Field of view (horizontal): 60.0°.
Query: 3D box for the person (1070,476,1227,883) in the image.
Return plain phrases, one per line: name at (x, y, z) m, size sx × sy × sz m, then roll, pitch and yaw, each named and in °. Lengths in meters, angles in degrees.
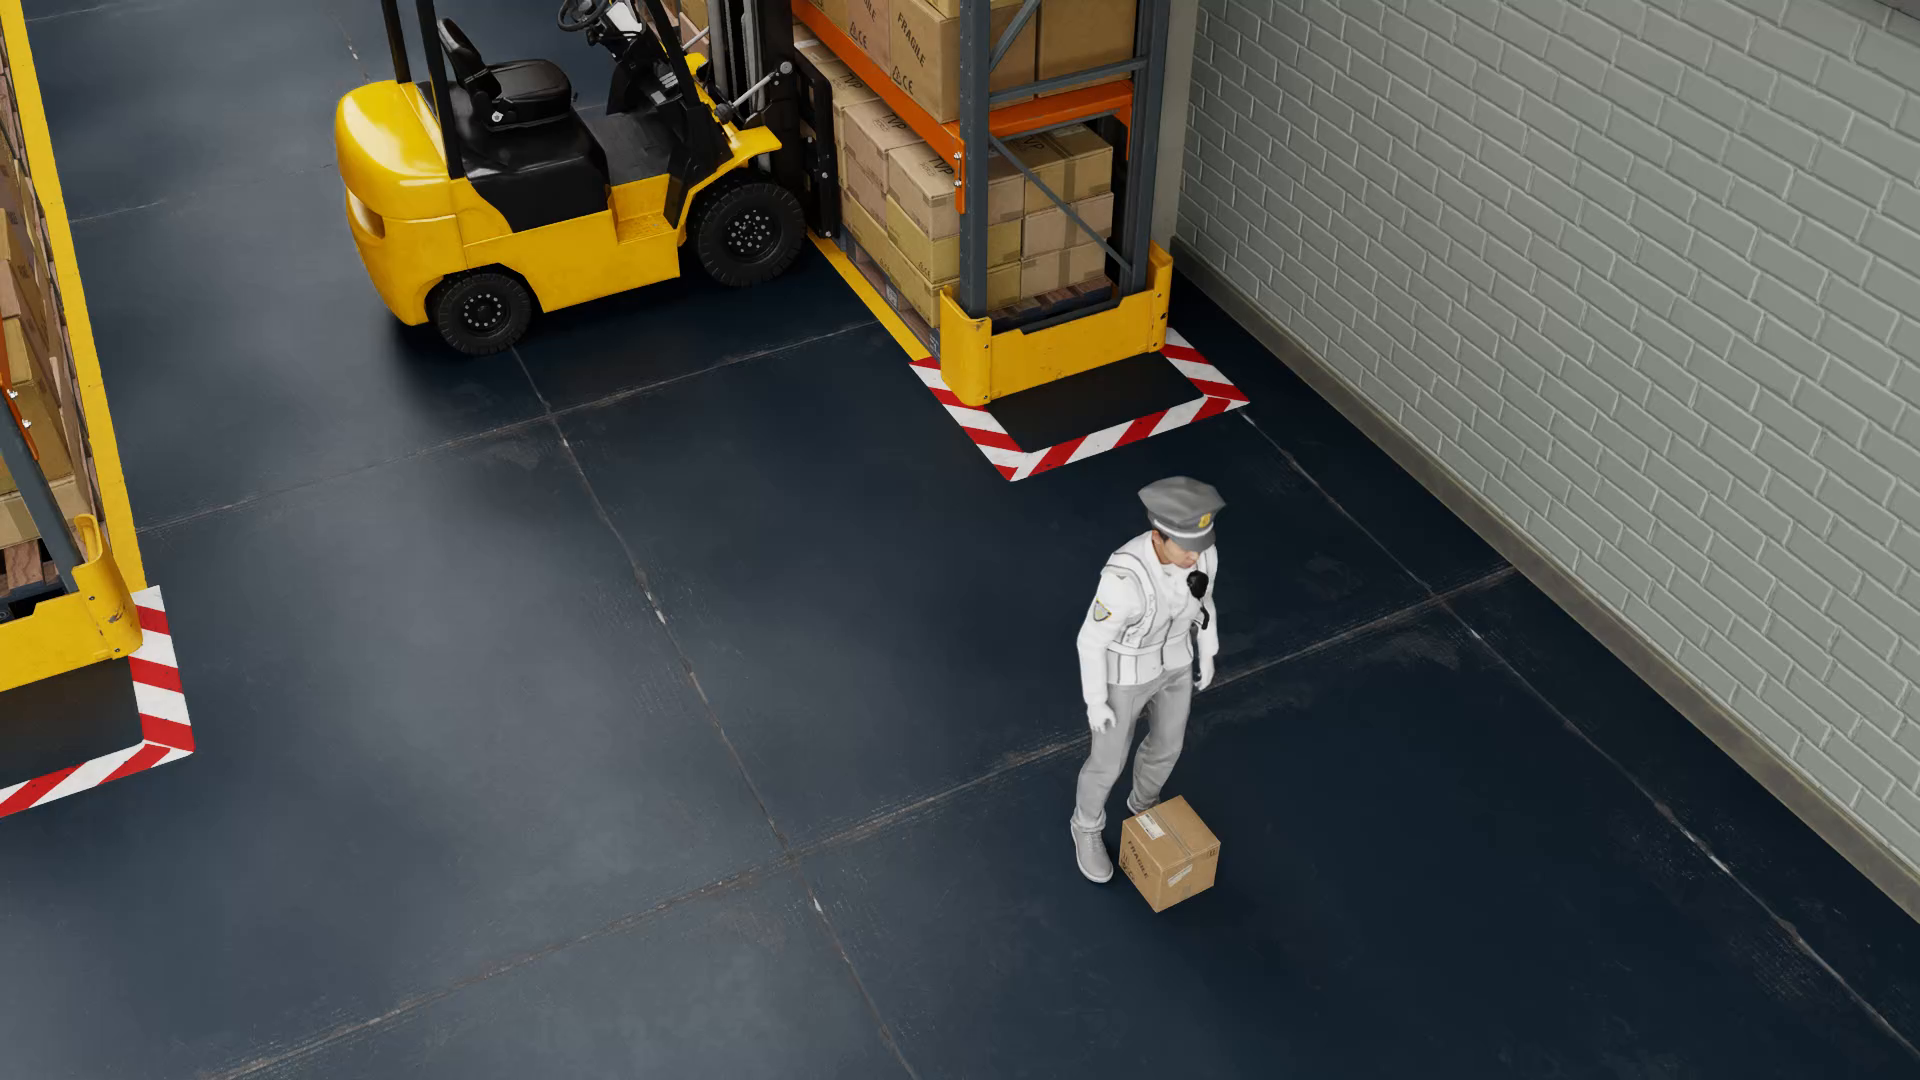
person at (0.638, 0.454, 5.642) m, size 0.542 × 1.665 × 0.373 m, roll -21°, pitch 45°, yaw -22°
